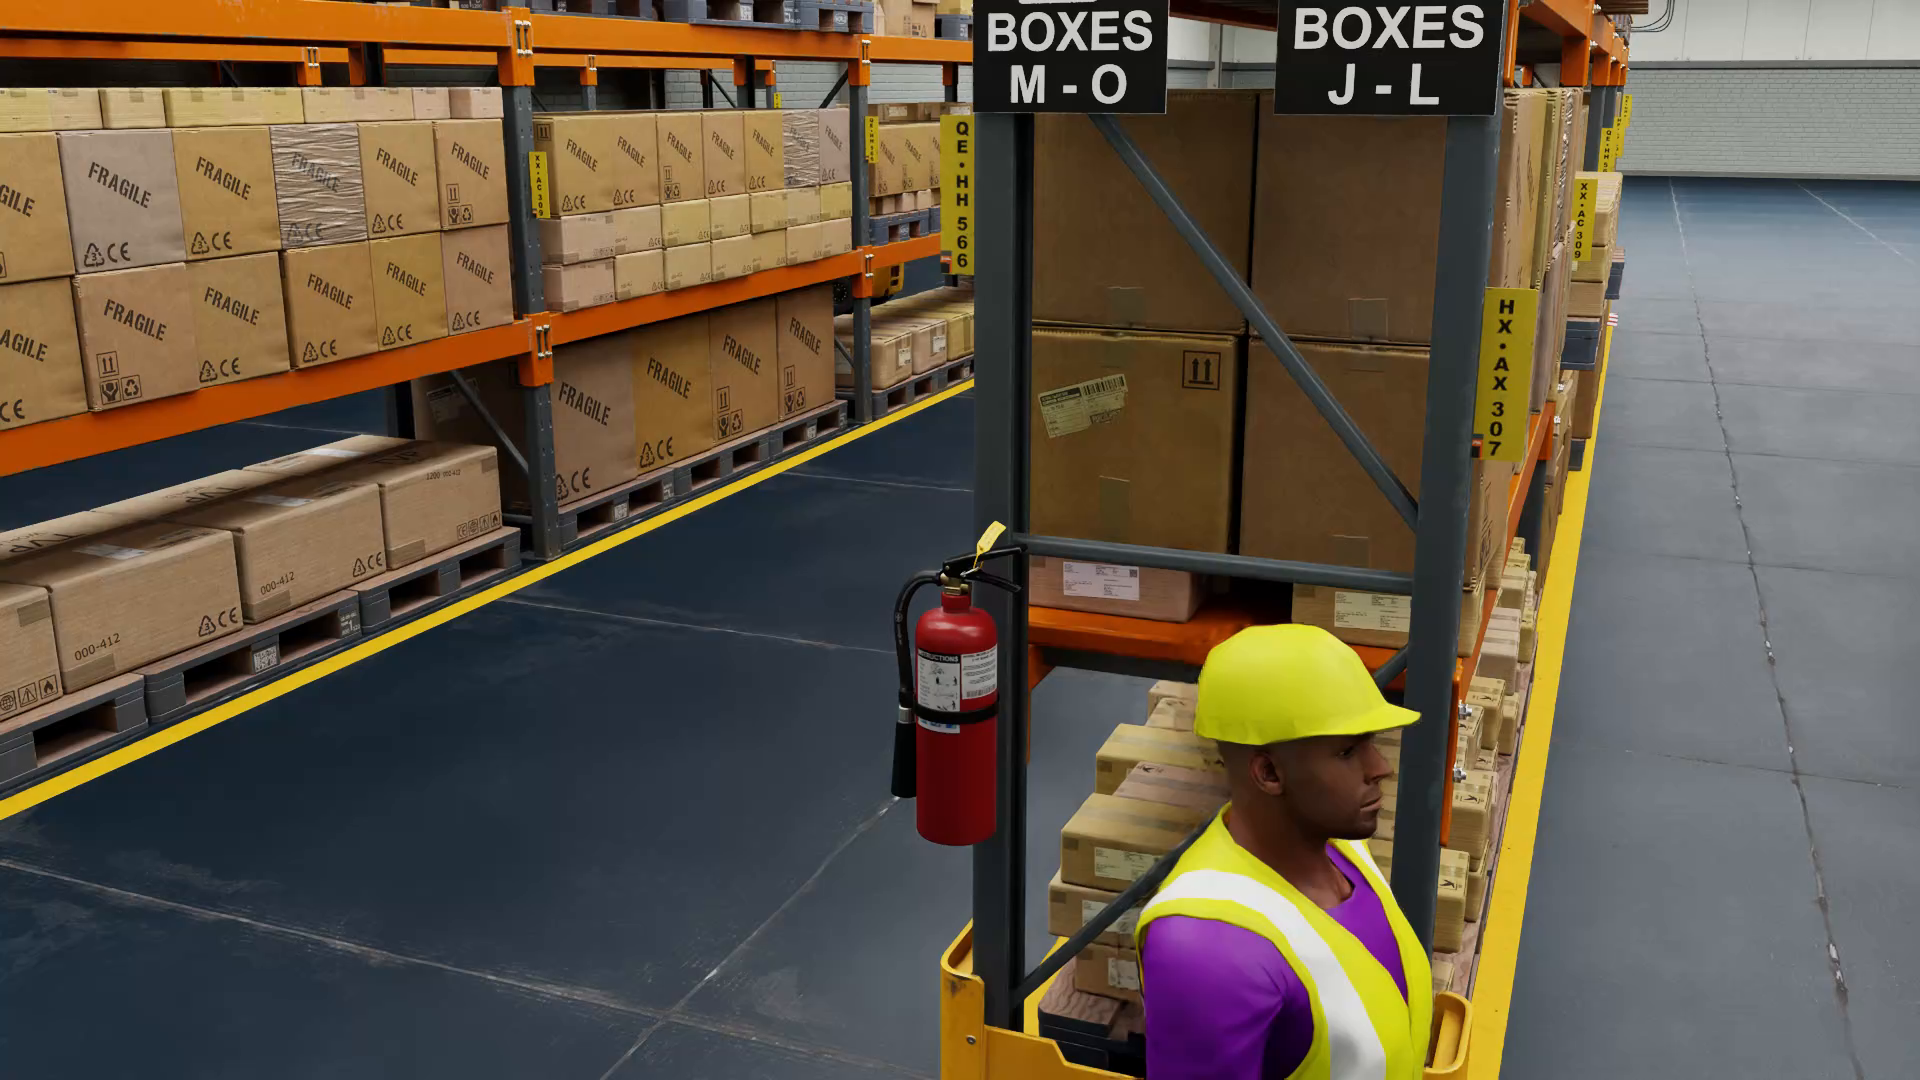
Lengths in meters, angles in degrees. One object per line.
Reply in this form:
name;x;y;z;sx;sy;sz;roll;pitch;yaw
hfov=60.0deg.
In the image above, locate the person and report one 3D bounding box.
person;0.510;0.985;2.315;0.480;1.779;0.580;7;17;24
